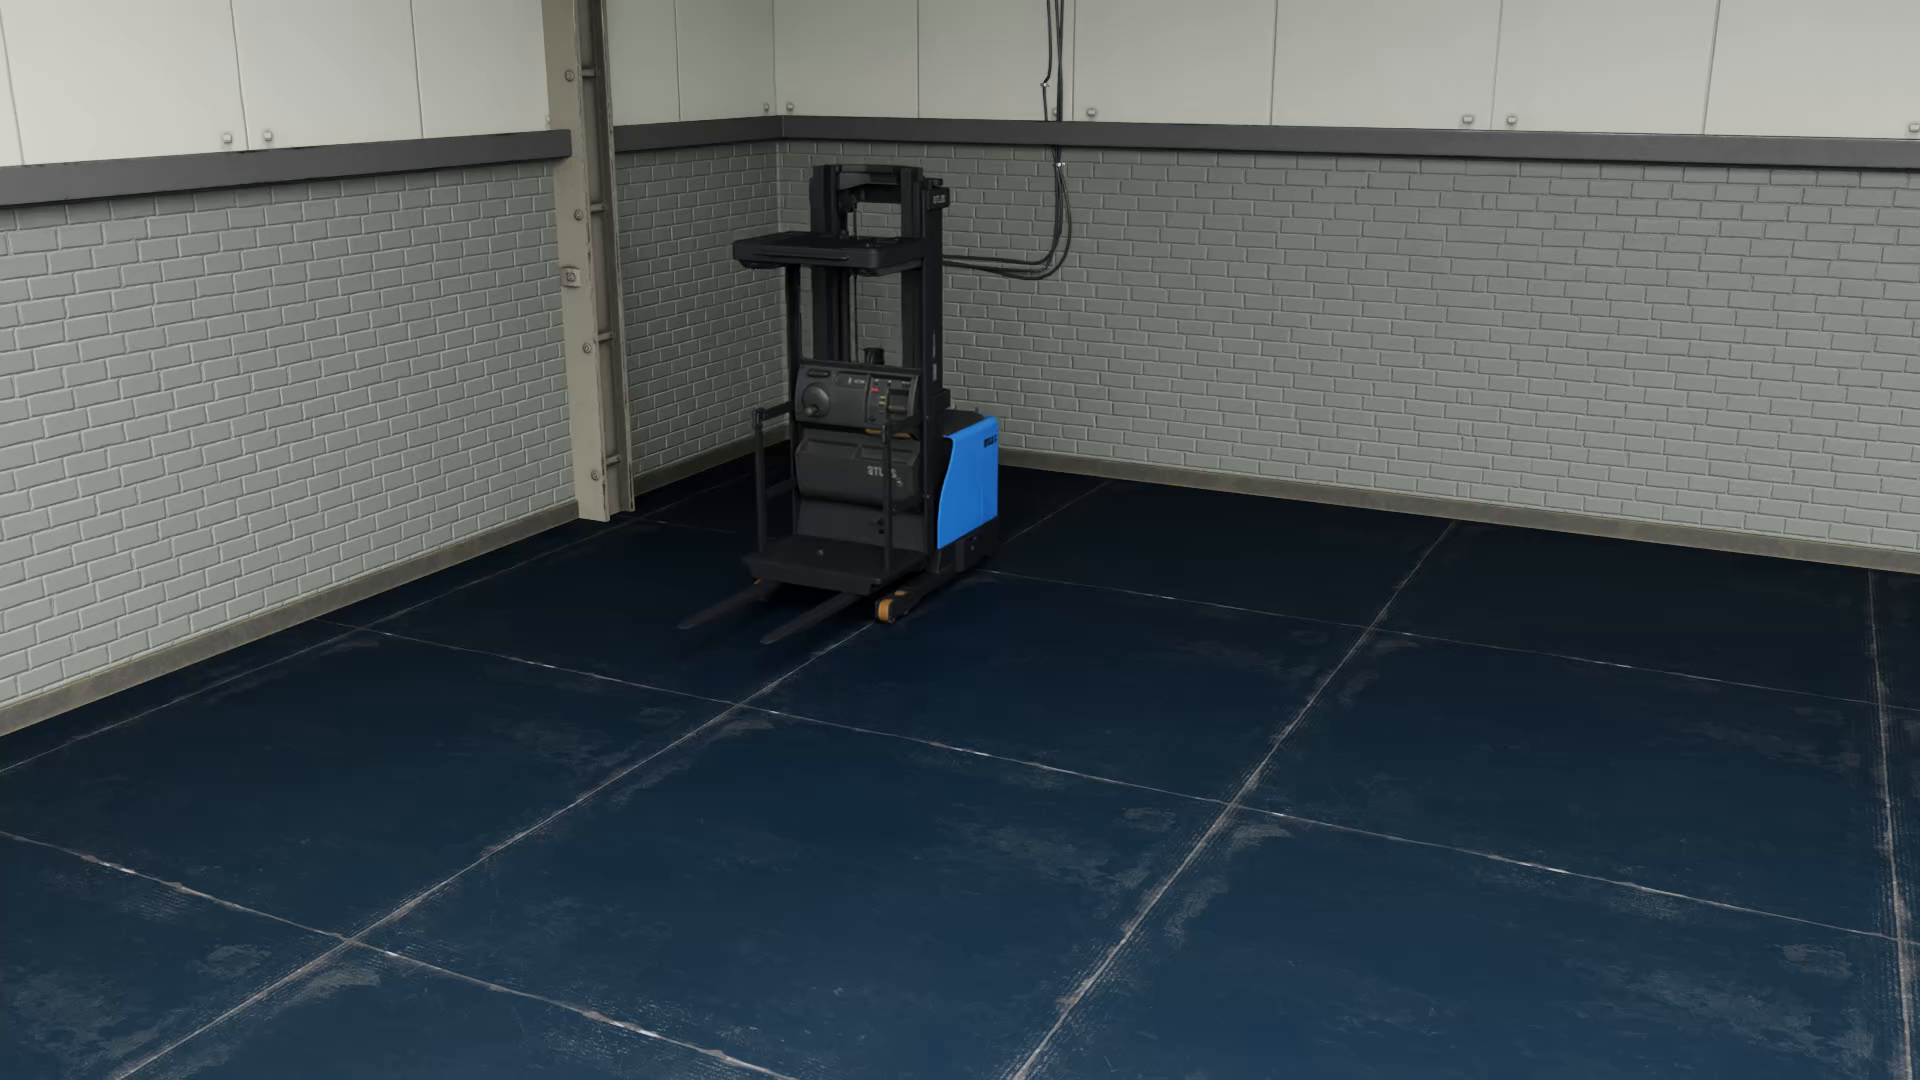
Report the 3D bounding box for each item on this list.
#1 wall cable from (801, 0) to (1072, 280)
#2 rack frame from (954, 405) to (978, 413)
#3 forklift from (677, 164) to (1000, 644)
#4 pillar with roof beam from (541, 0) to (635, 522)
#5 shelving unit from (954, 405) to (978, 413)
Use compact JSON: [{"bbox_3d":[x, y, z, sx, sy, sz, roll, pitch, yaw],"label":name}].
[{"bbox_3d":[-0.429,-3.625,14.879,3.097,2.526,0.112,8,18,25],"label":"wall cable"},{"bbox_3d":[0.047,-0.531,12.967,0.200,1.050,0.008,8,18,25],"label":"rack frame"},{"bbox_3d":[-0.803,-0.990,11.209,1.130,2.935,3.031,8,18,25],"label":"forklift"},{"bbox_3d":[0.923,-3.984,10.633,9.100,9.000,0.400,8,18,25],"label":"pillar with roof beam"},{"bbox_3d":[-0.007,-0.500,12.862,0.215,1.050,0.252,8,18,25],"label":"shelving unit"}]
